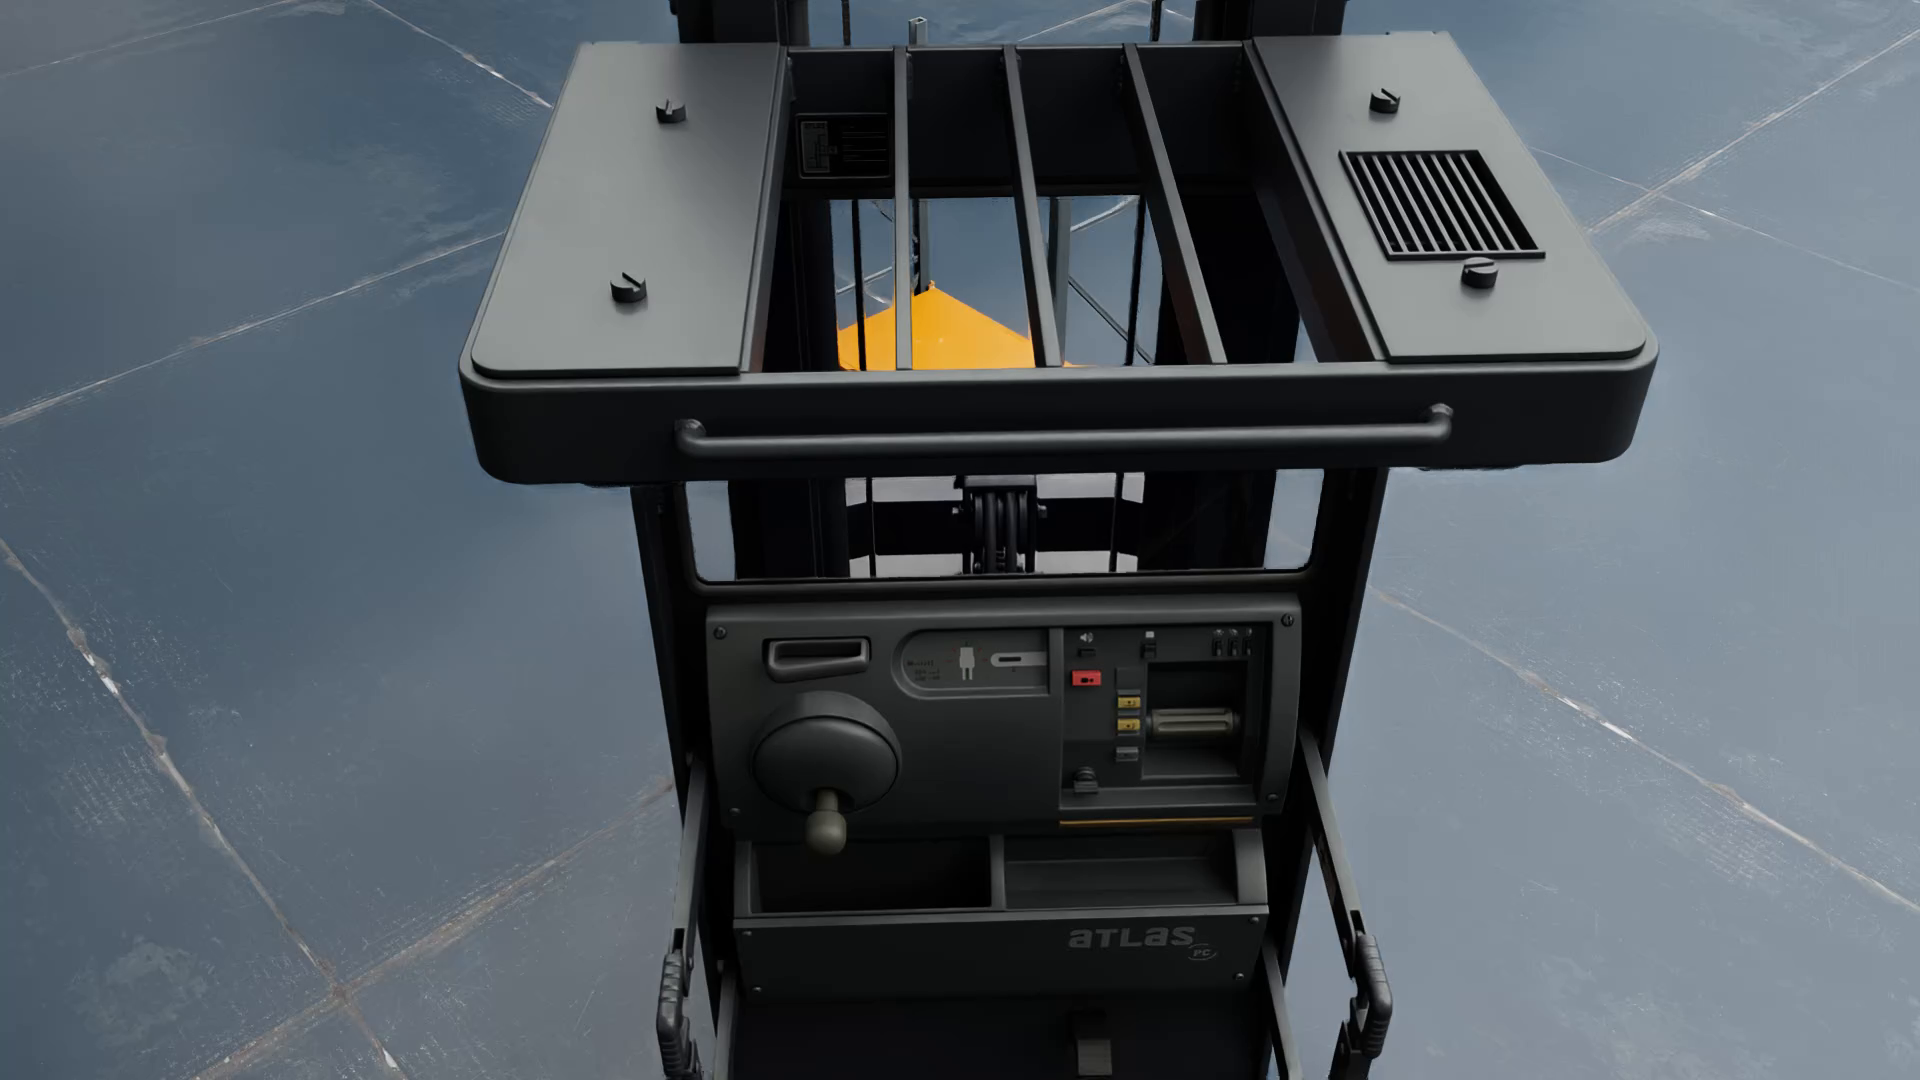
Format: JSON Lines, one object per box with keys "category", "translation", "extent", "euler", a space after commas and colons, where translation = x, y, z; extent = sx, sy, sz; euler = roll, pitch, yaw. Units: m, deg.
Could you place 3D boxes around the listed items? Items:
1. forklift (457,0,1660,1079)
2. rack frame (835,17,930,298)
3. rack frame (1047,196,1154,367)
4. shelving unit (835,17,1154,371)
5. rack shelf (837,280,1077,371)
{"category": "forklift", "translation": [0.080, 0.365, 2.465], "extent": [1.130, 2.935, 3.031], "euler": [-1, 39, -1]}
{"category": "rack frame", "translation": [-0.286, -0.779, 5.021], "extent": [0.500, 1.500, 0.032], "euler": [-30, 48, -32]}
{"category": "rack frame", "translation": [0.402, -0.309, 4.439], "extent": [0.500, 1.500, 0.032], "euler": [-30, 48, -32]}
{"category": "shelving unit", "translation": [0.052, -0.548, 4.735], "extent": [0.587, 1.500, 1.083], "euler": [-30, 48, -32]}
{"category": "rack shelf", "translation": [0.058, -0.404, 4.843], "extent": [0.538, 0.185, 1.000], "euler": [-30, 48, -32]}
